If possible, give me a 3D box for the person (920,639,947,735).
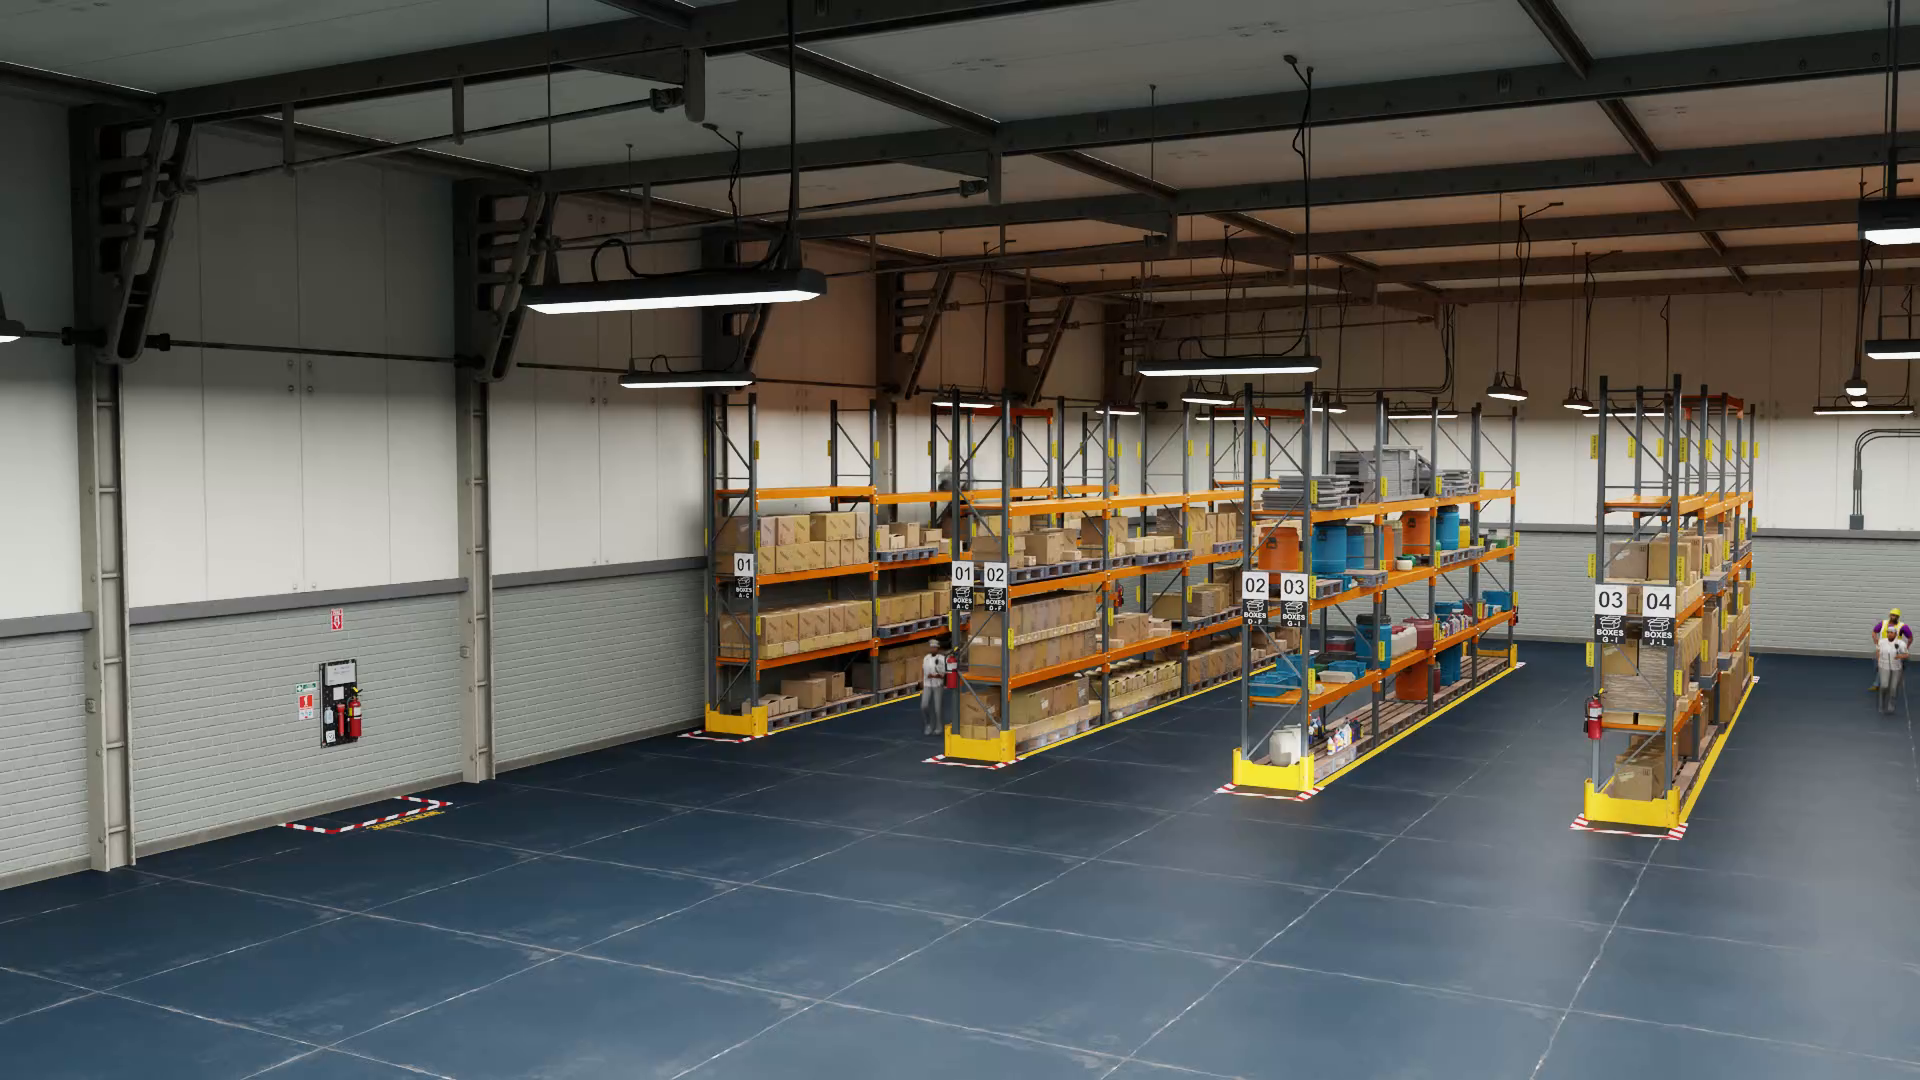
[{"bbox_3d":[-0.484,2.584,29.149,0.539,1.695,0.666,1,3,17],"label":"person"}]

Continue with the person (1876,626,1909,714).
[{"bbox_3d":[17.680,2.489,31.554,0.574,1.704,0.687,2,4,33],"label":"person"}]

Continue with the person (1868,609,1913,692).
[{"bbox_3d":[19.241,2.277,34.407,0.778,1.729,0.887,3,4,45],"label":"person"}]
